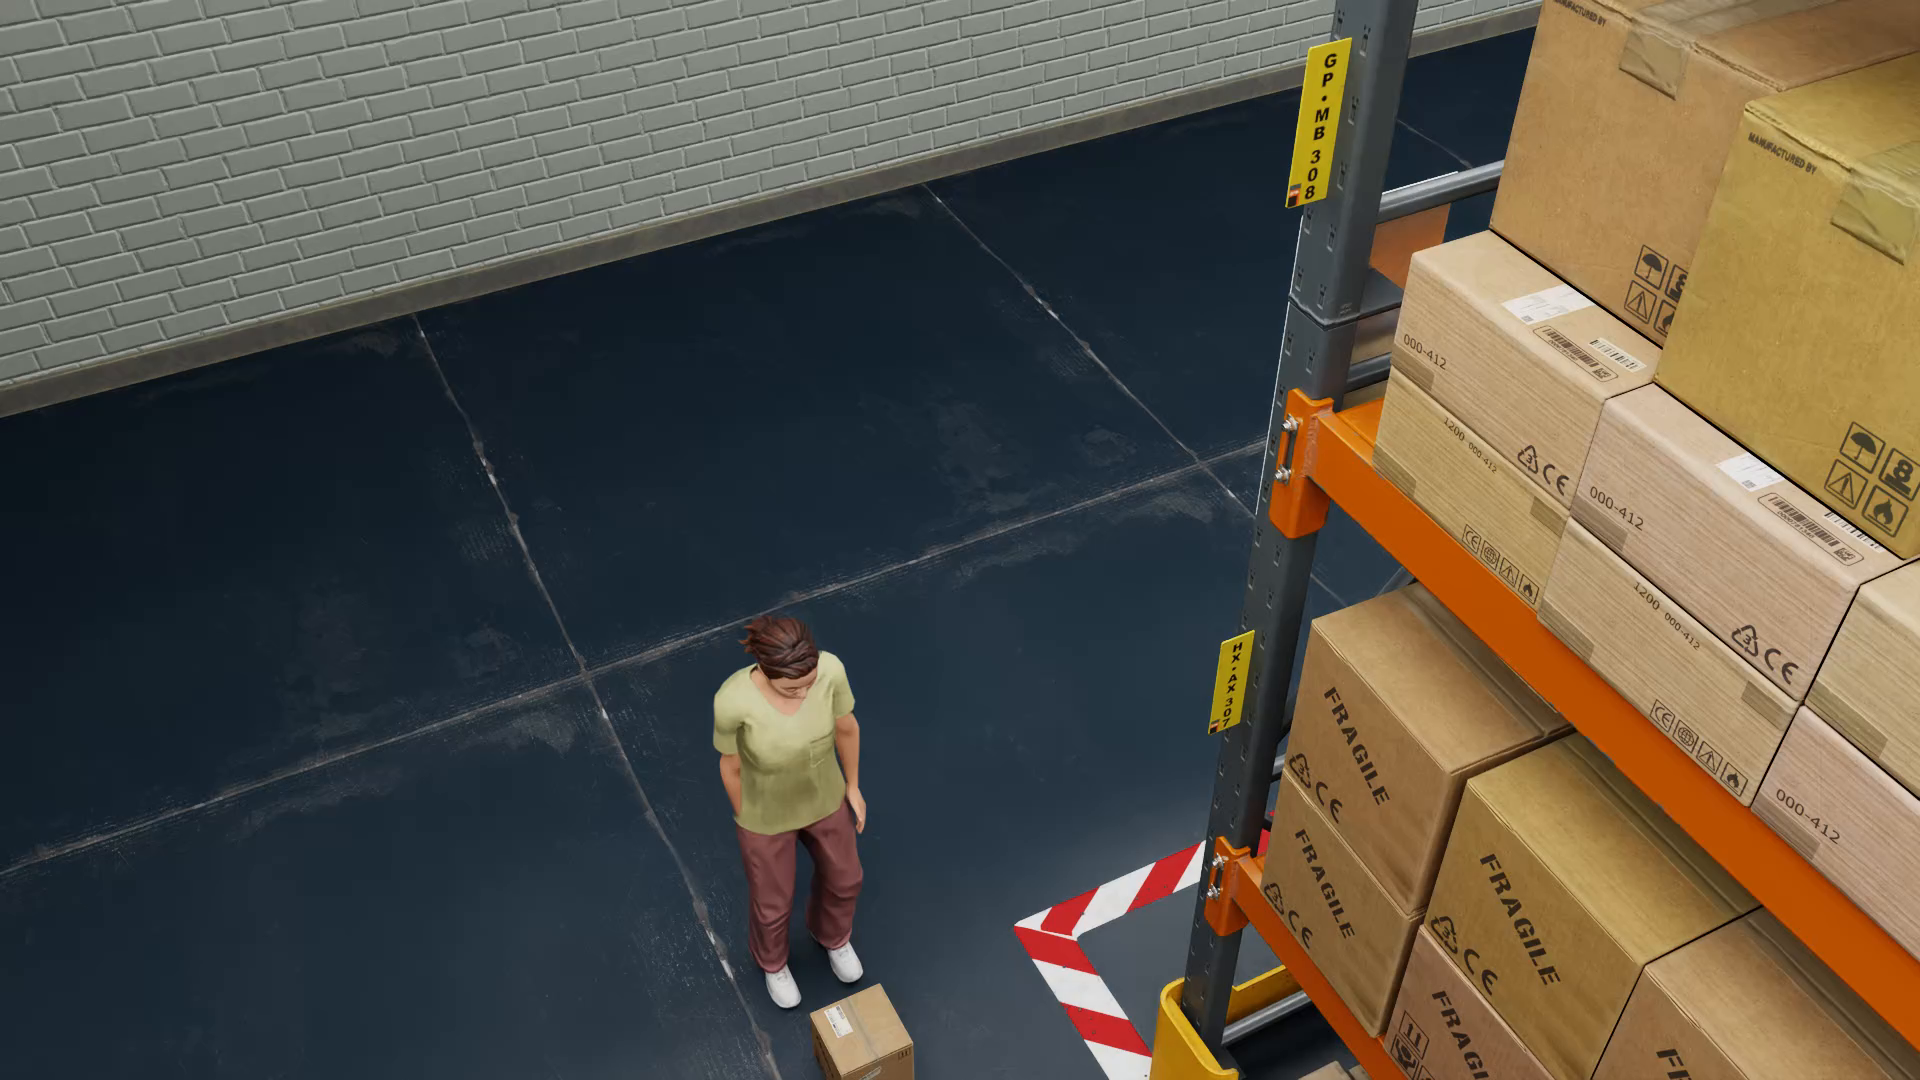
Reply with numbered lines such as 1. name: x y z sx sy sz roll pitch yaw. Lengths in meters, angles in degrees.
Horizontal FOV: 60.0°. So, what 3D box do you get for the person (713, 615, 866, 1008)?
1. person: -0.515 0.829 5.236 0.455 1.662 0.348 -18 45 -19
